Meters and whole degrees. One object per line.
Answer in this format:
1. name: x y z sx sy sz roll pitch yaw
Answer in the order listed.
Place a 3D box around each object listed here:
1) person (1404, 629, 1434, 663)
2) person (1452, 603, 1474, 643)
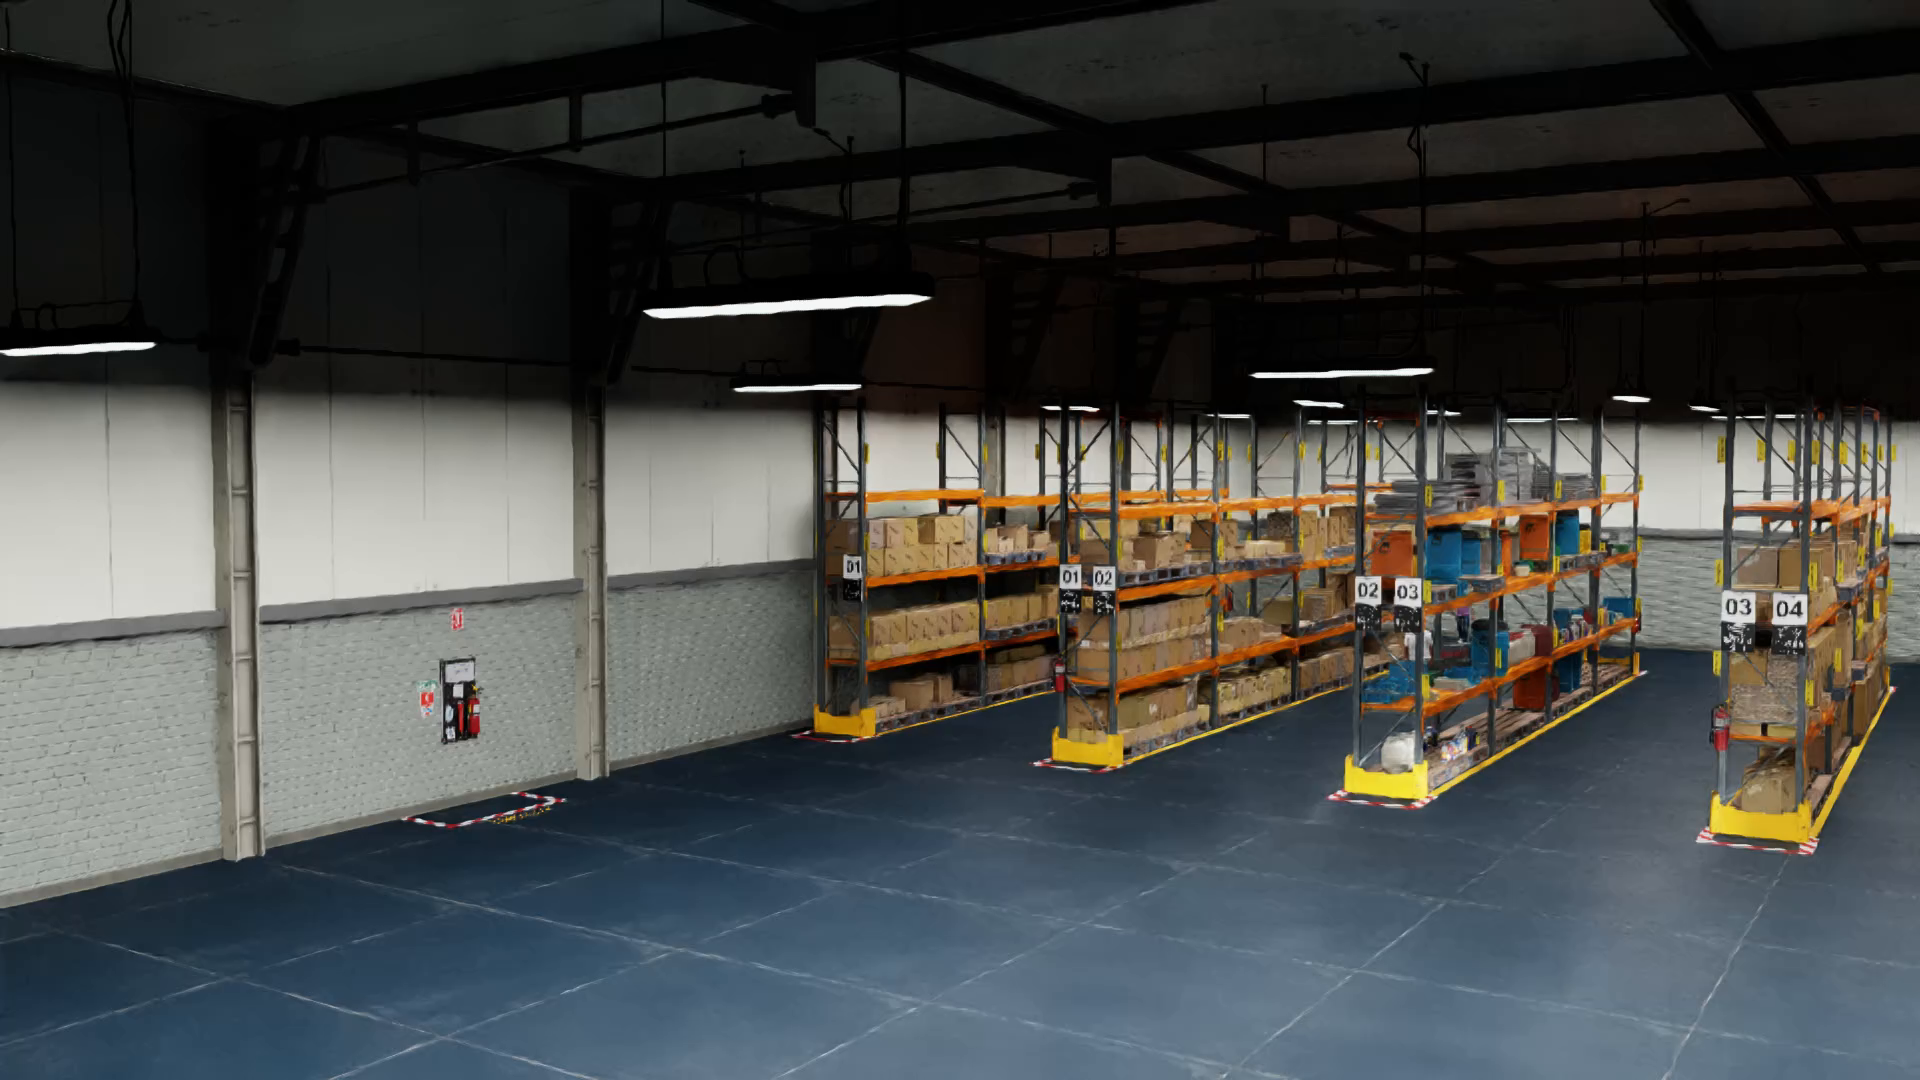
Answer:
1. person: 9.231 2.381 33.569 0.579 1.684 1.102 2 4 34
2. person: 13.163 2.000 43.446 0.544 1.454 0.615 1 3 23
